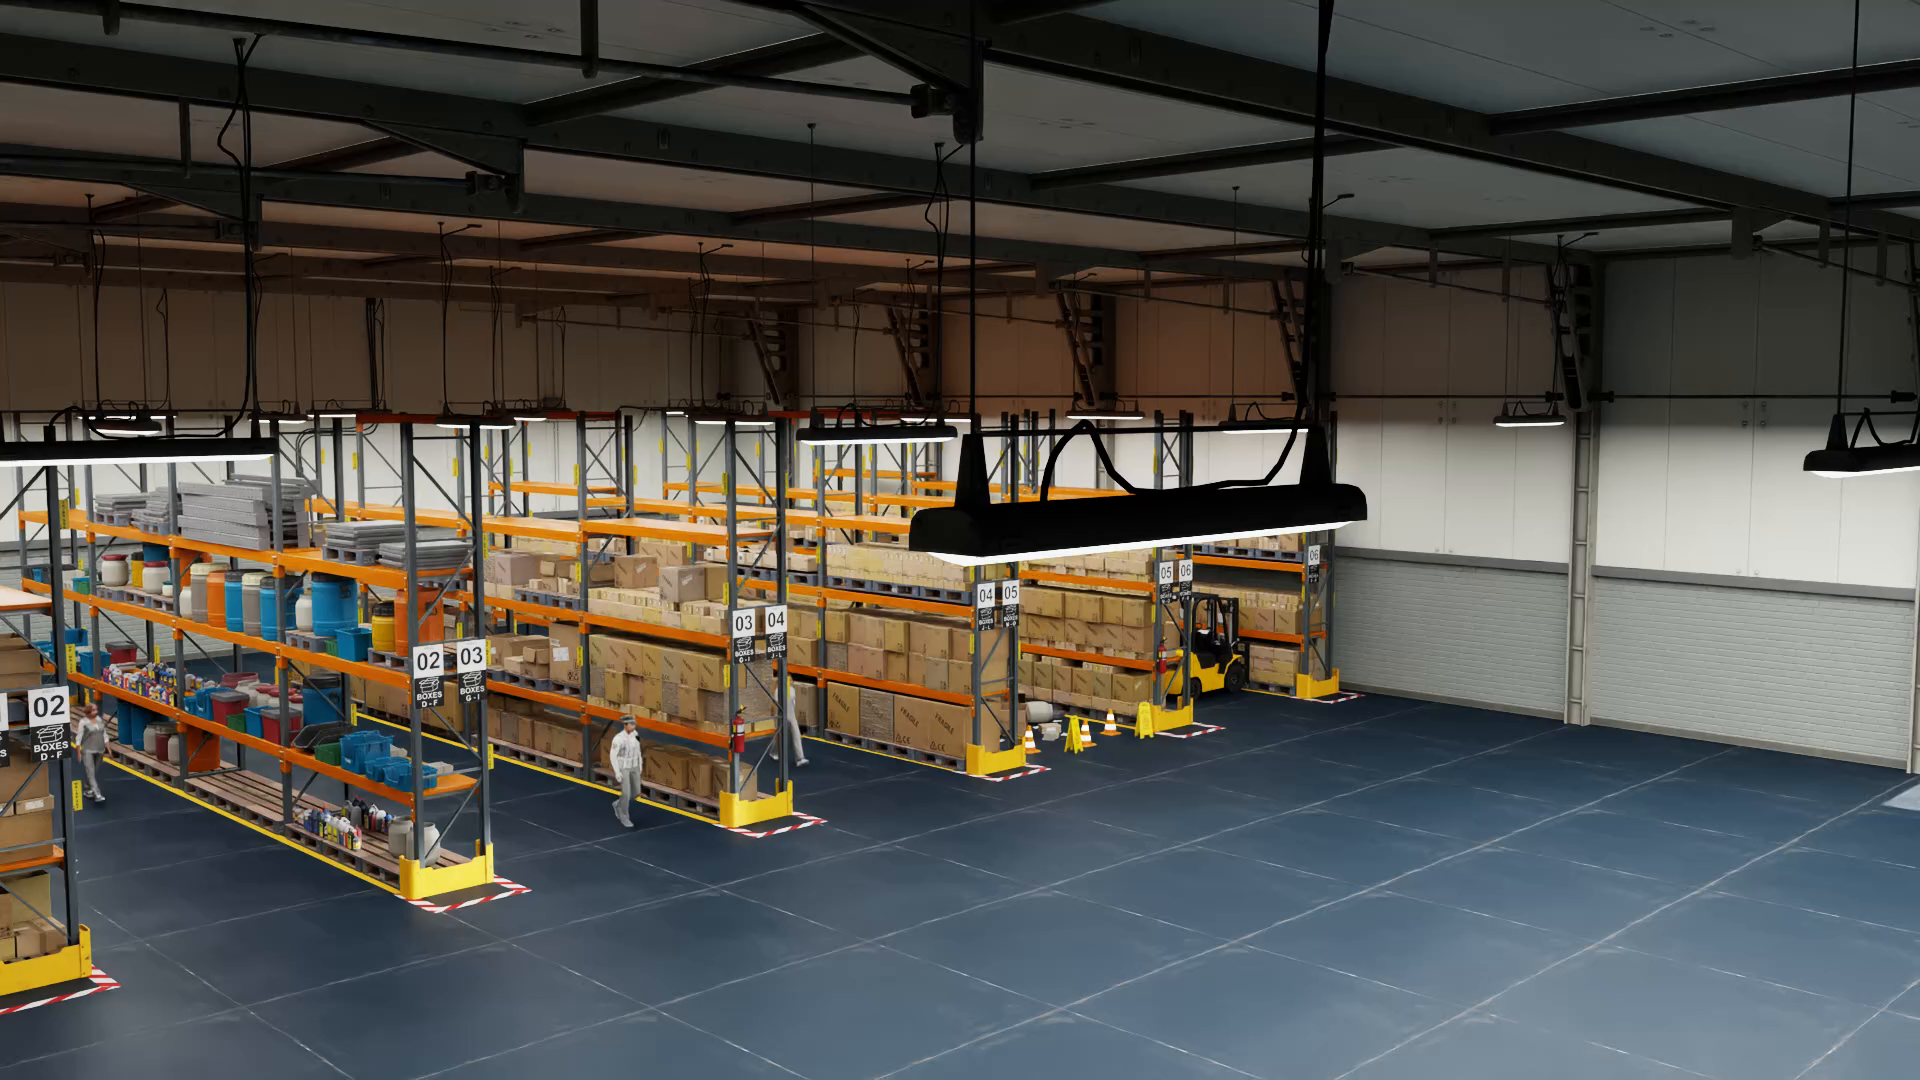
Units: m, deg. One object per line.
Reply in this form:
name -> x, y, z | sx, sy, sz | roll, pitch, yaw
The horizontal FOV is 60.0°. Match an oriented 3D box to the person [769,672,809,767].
person -> -2.944, 3.054, 28.493 | 0.438, 1.589, 1.116 | -3, 6, -35

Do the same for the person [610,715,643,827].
person -> -4.982, 3.381, 24.606 | 0.549, 1.659, 0.569 | 4, 6, 36

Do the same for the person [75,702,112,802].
person -> -13.438, 3.291, 25.832 | 0.983, 1.544, 0.453 | 4, 6, 36
